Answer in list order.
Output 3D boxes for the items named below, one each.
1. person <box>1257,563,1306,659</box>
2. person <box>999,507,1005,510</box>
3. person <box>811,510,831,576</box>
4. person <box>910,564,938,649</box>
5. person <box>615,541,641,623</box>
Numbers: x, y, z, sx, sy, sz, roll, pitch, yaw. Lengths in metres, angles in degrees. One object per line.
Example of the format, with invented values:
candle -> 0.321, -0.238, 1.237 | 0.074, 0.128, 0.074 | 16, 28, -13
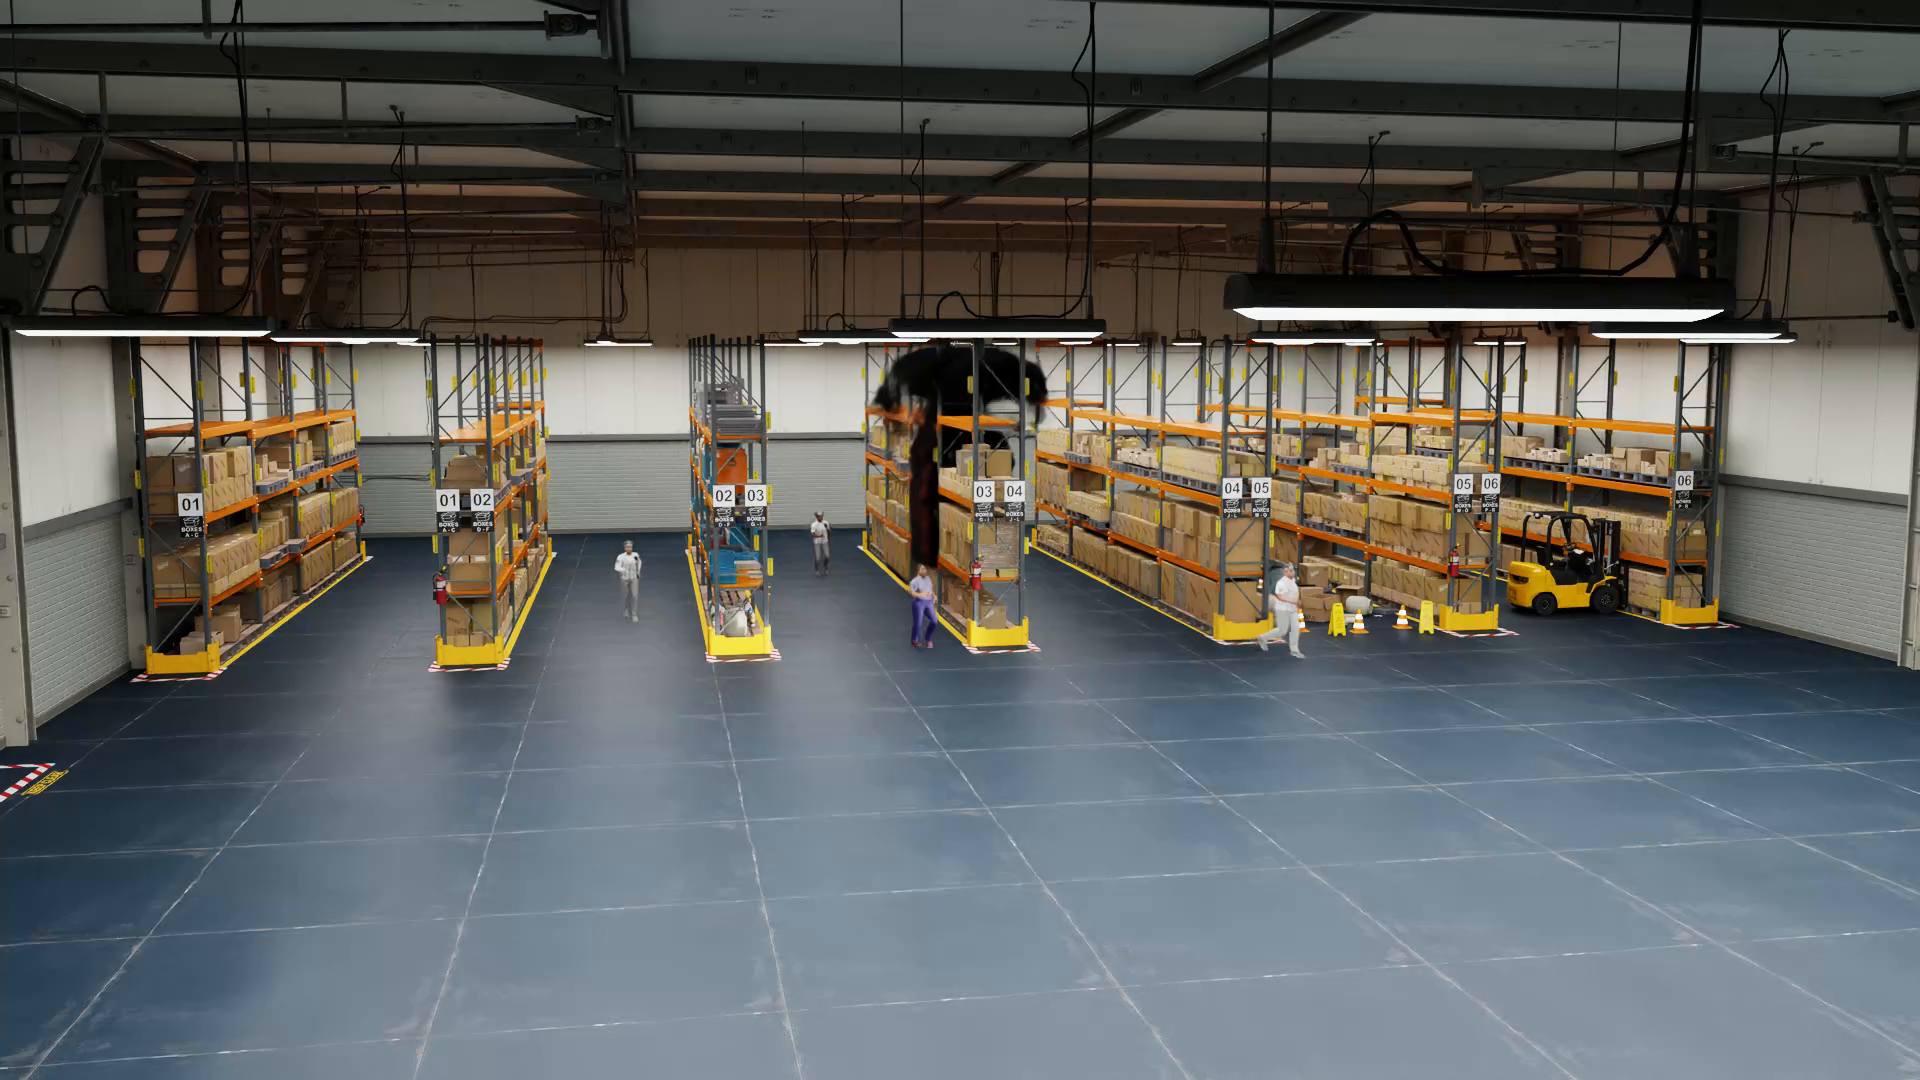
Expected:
person -> 6.060, 1.298, 31.082 | 0.918, 1.793, 0.672 | 5, 8, 37
person -> 1.084, -0.597, 47.812 | 0.665, 1.763, 0.838 | 1, 7, 8
person -> -3.483, 0.082, 41.945 | 0.567, 1.668, 0.655 | -2, 7, -18
person -> -0.695, 1.276, 31.796 | 0.579, 1.656, 0.678 | -4, 8, -32
person -> -7.012, 0.853, 35.198 | 0.562, 1.715, 0.824 | -2, 7, -14
